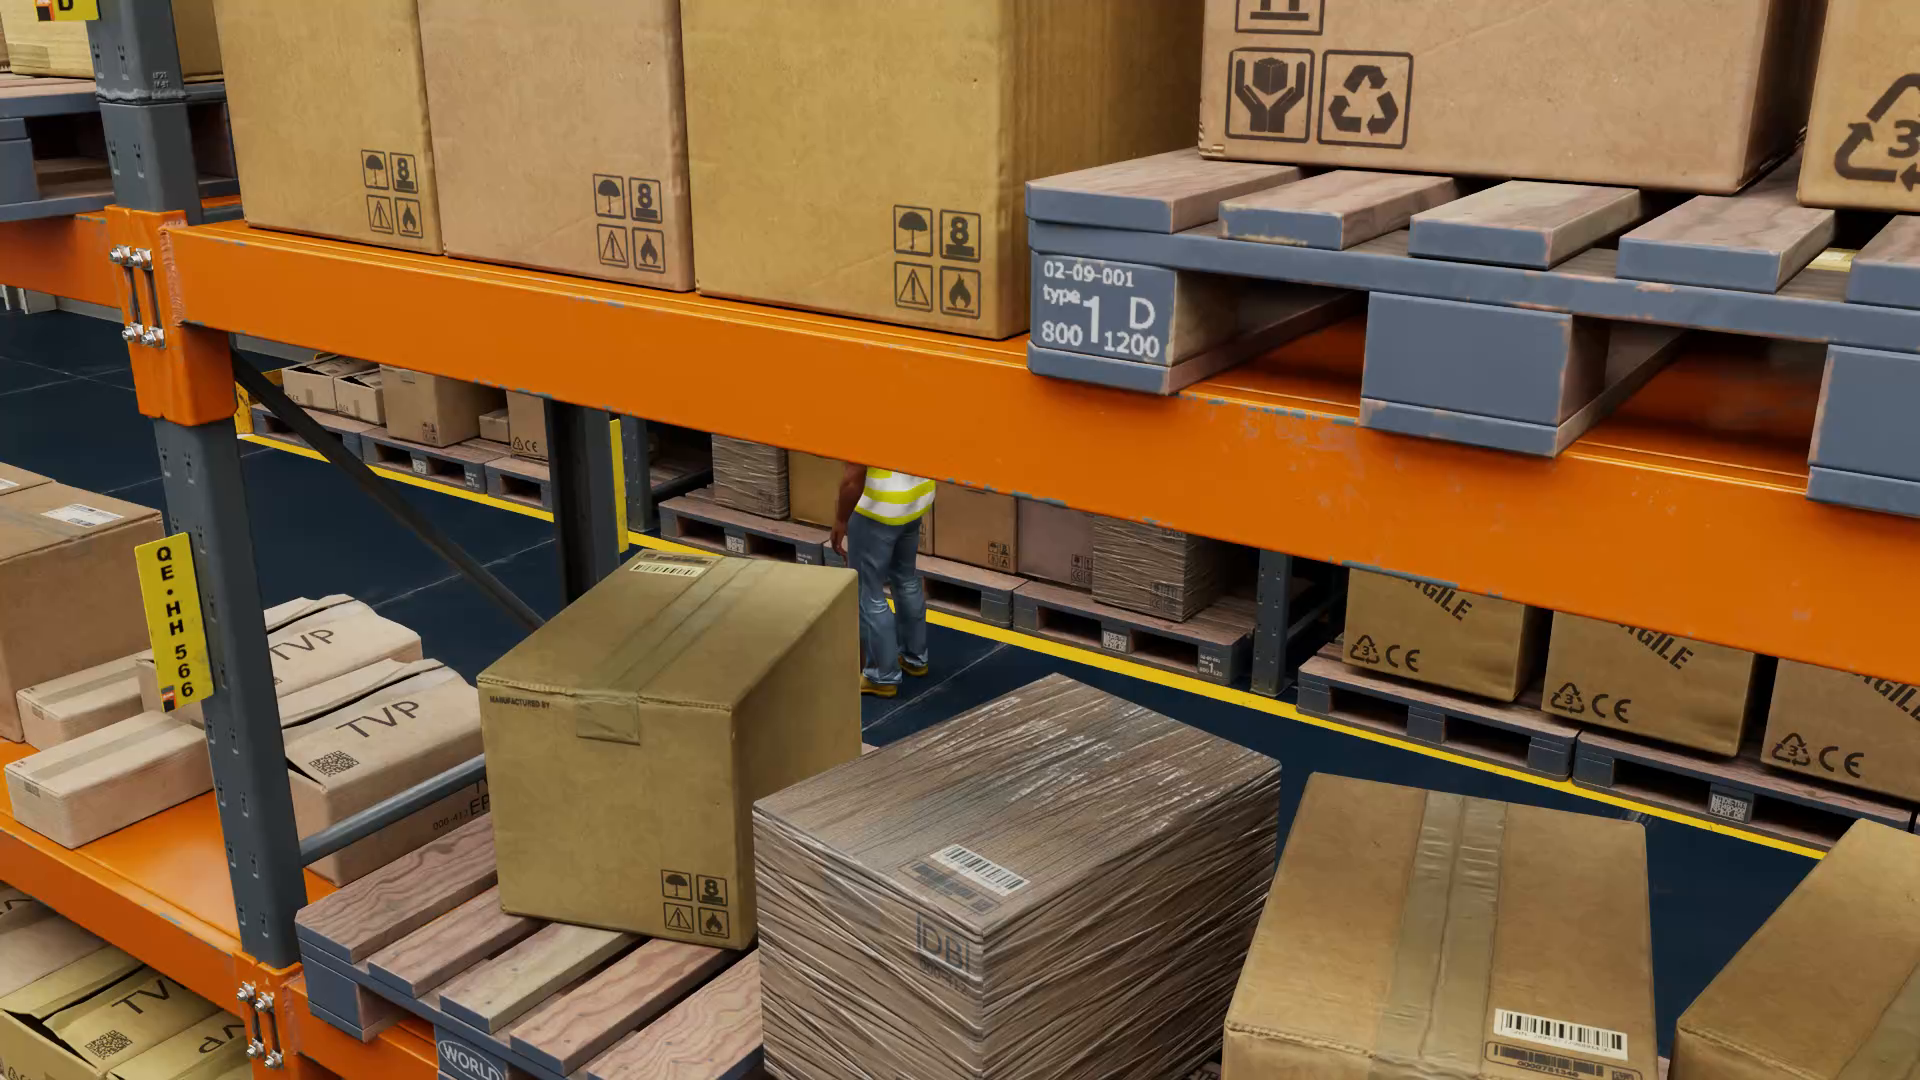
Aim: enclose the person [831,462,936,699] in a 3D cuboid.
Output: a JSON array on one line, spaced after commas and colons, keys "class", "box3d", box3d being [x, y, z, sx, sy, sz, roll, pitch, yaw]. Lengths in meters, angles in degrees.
[{"class": "person", "box3d": [-0.359, -0.161, 7.493, 0.460, 1.761, 0.637, 12, 23, 31]}]
